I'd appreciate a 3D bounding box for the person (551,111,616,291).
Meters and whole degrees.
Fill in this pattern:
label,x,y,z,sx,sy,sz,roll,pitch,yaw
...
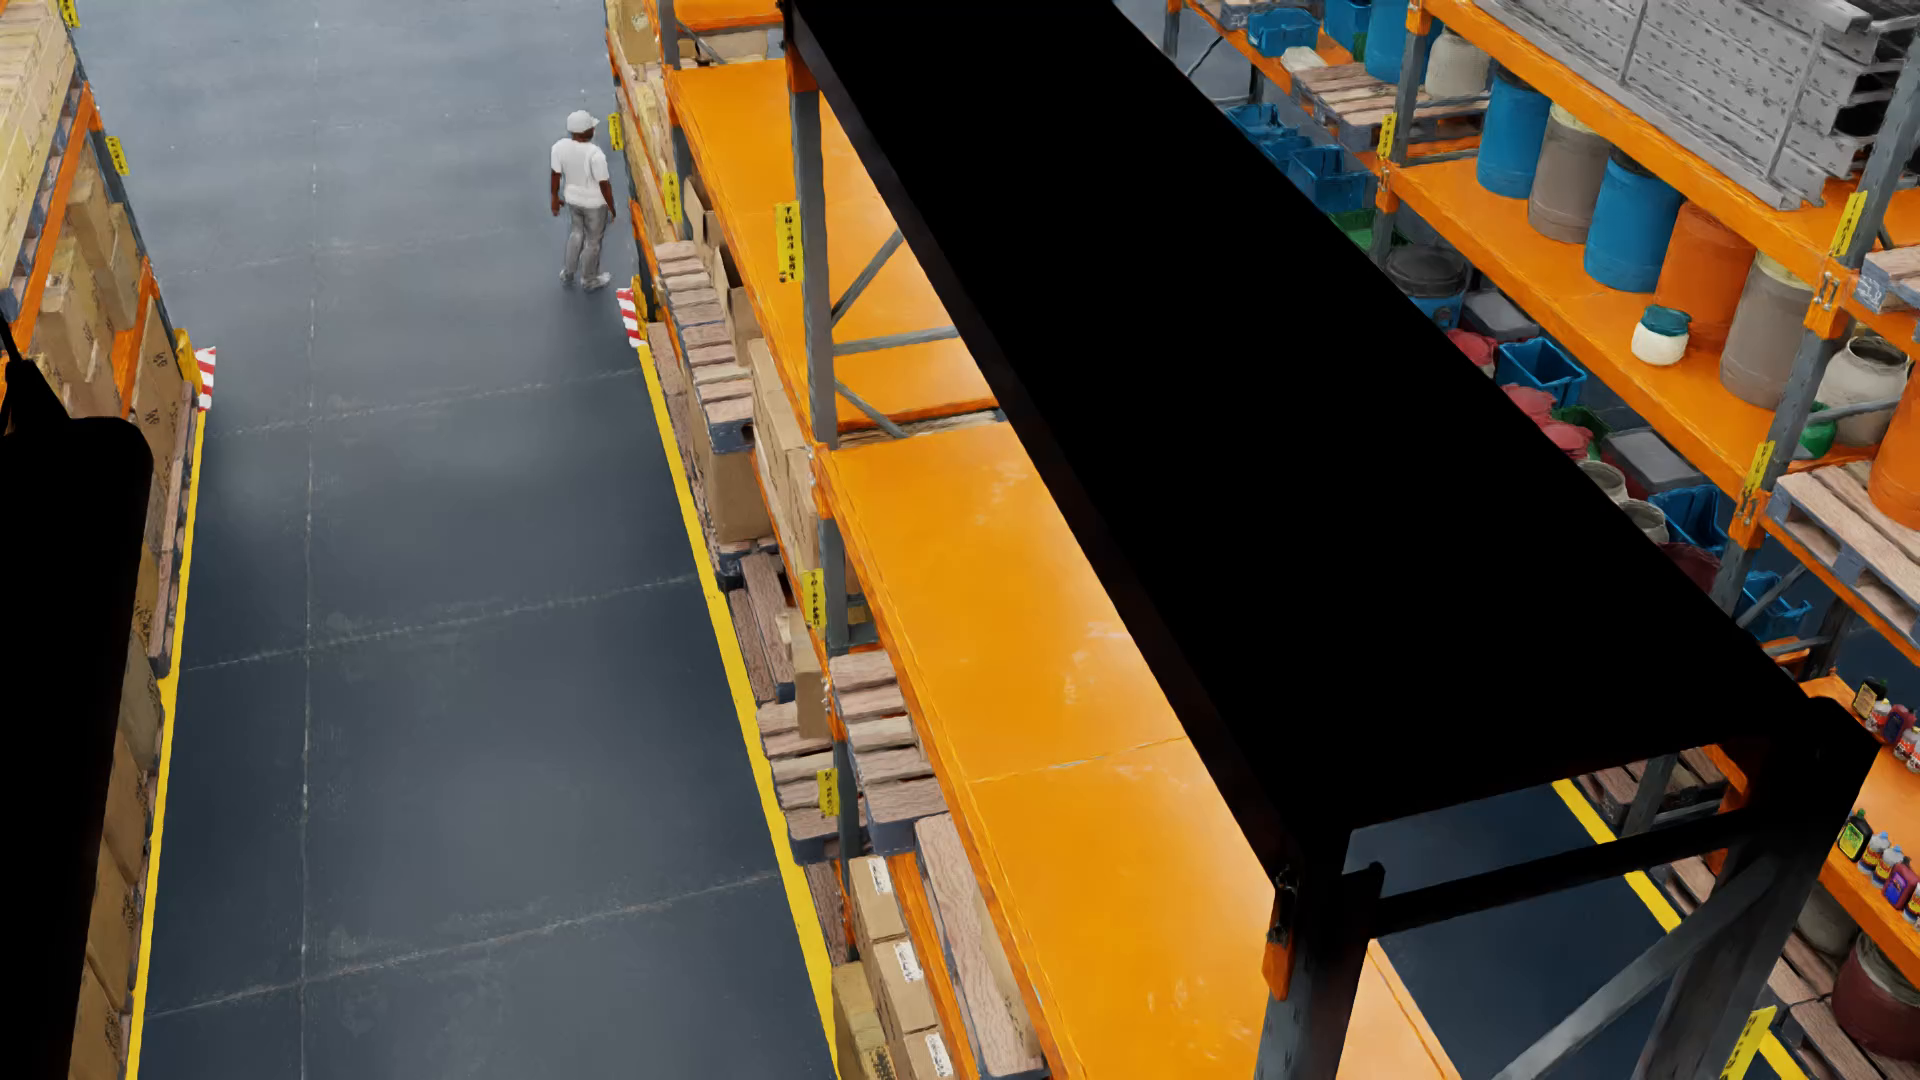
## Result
label,x,y,z,sx,sy,sz,roll,pitch,yaw
person,-3.502,-3.128,15.360,0.670,1.755,0.458,17,41,20
